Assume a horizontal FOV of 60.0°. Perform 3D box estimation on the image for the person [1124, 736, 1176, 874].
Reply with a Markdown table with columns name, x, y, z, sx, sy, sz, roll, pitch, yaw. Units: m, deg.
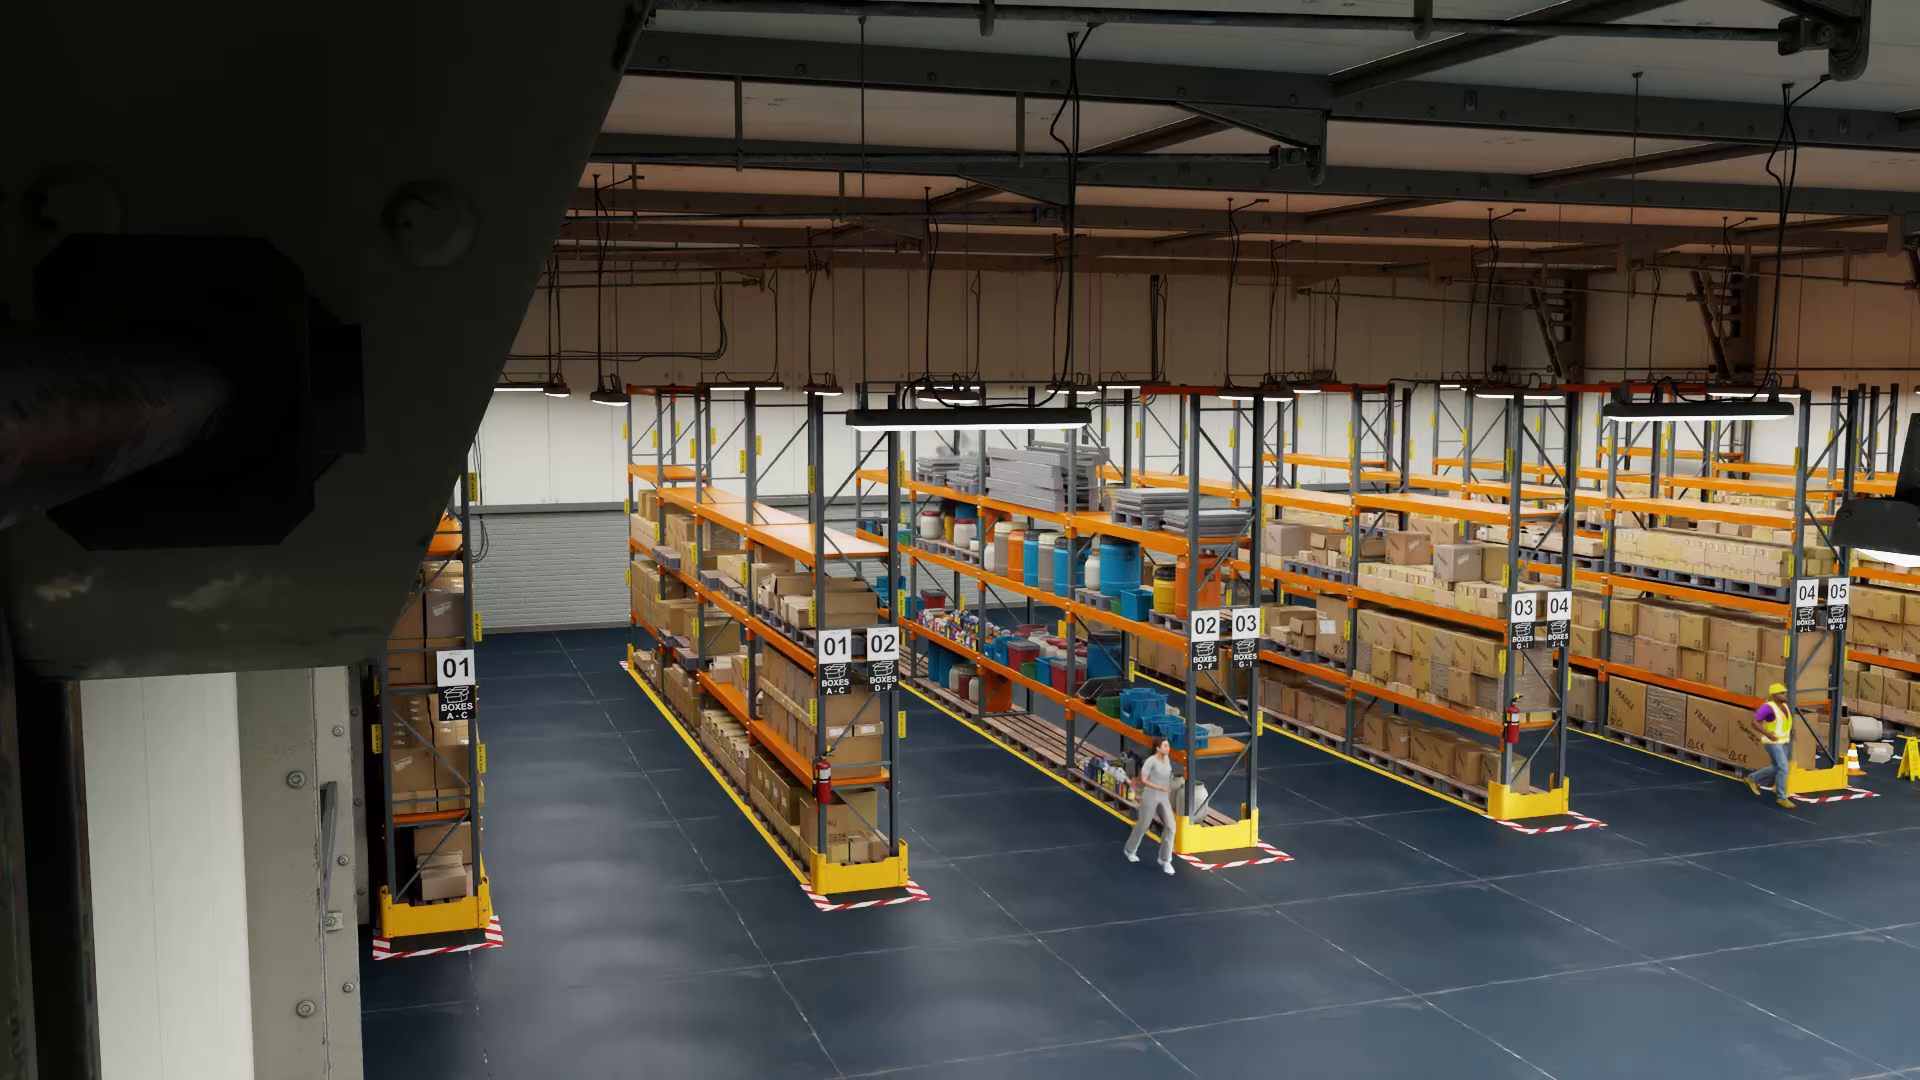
| name | x | y | z | sx | sy | sz | roll | pitch | yaw |
| --- | --- | --- | --- | --- | --- | --- | --- | --- | --- |
| person | 2.502 | 3.326 | 21.138 | 0.610 | 1.712 | 0.779 | -4 | 7 | -37 |

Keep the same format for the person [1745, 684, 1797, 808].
| name | x | y | z | sx | sy | sz | roll | pitch | yaw |
| --- | --- | --- | --- | --- | --- | --- | --- | --- | --- |
| person | 11.881 | 2.974 | 24.263 | 0.754 | 1.778 | 0.801 | -4 | 7 | -34 |
